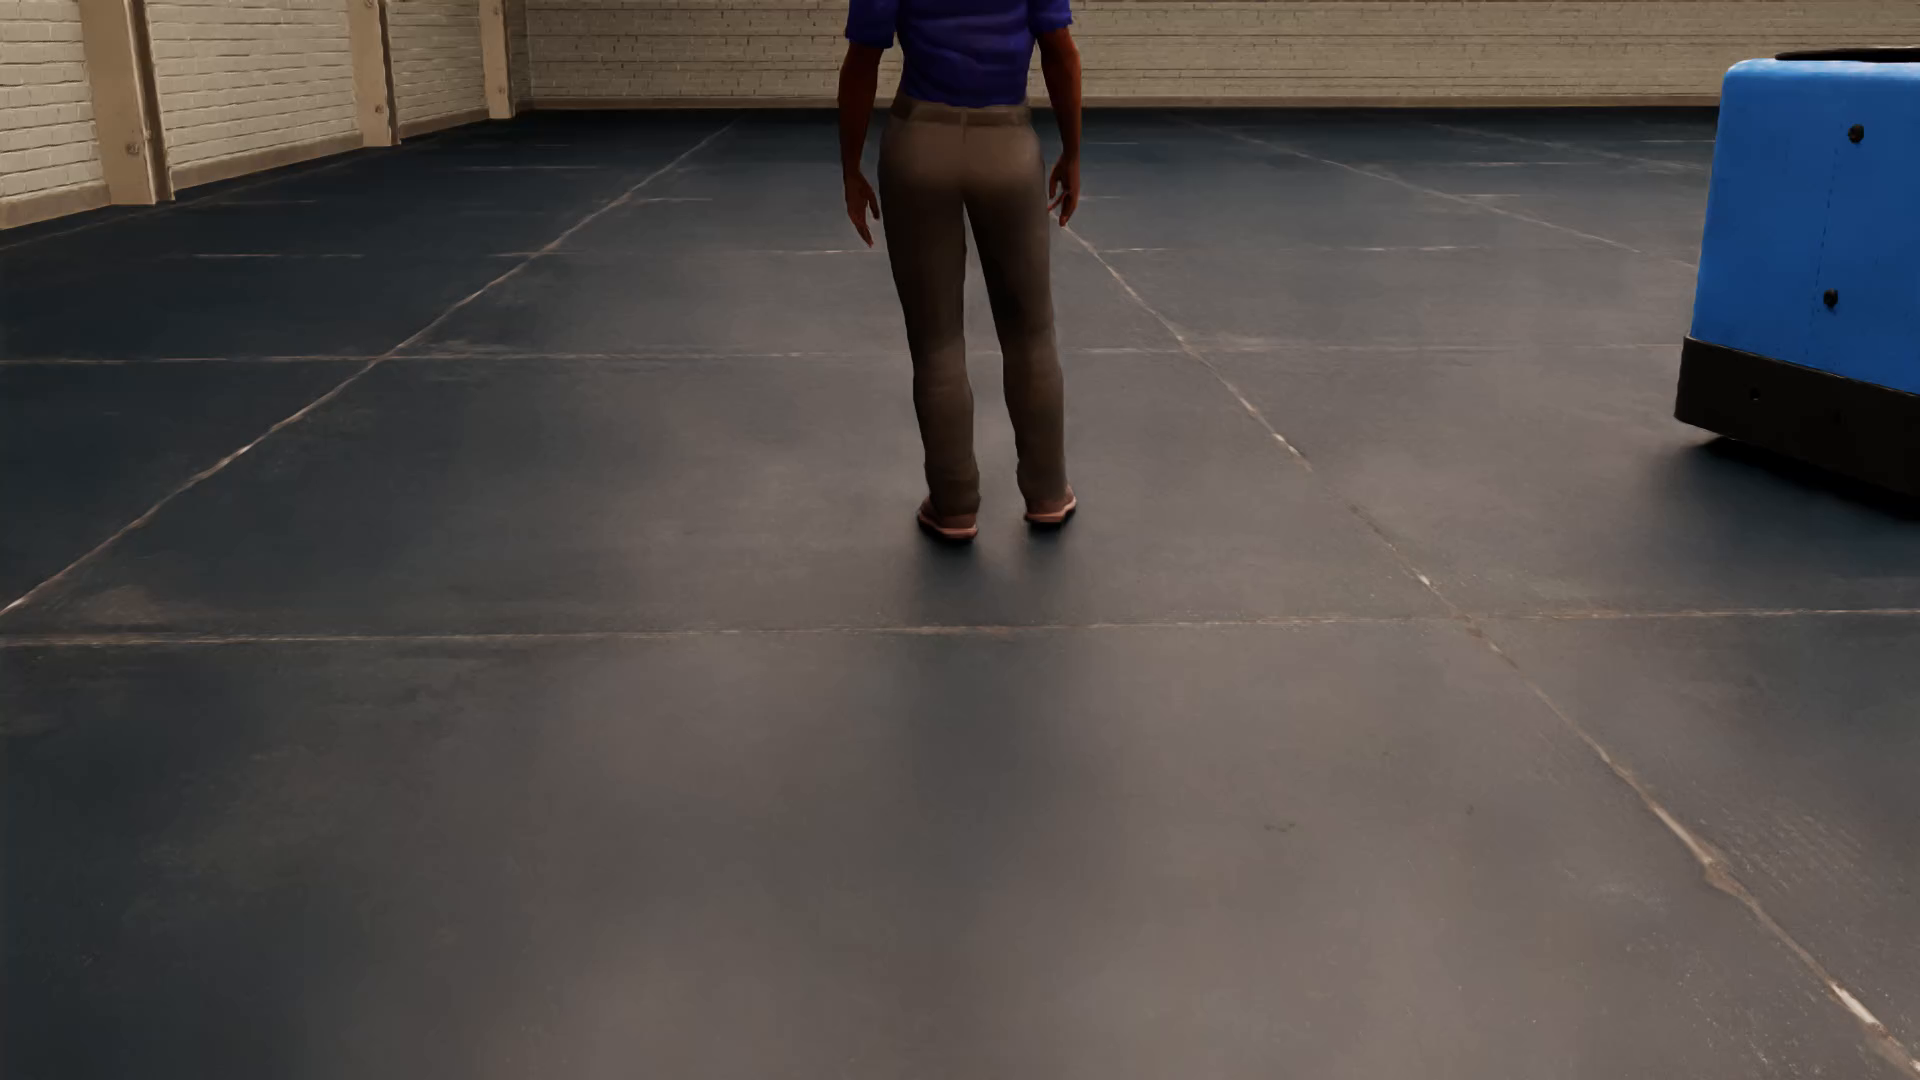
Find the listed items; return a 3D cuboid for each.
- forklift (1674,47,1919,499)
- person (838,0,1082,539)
[{"bbox_3d":[3.648,-1.671,4.369,3.031,2.935,1.130,-5,18,-15],"label":"forklift"},{"bbox_3d":[0.015,-0.824,3.759,0.570,1.654,0.503,-1,17,-3],"label":"person"}]
